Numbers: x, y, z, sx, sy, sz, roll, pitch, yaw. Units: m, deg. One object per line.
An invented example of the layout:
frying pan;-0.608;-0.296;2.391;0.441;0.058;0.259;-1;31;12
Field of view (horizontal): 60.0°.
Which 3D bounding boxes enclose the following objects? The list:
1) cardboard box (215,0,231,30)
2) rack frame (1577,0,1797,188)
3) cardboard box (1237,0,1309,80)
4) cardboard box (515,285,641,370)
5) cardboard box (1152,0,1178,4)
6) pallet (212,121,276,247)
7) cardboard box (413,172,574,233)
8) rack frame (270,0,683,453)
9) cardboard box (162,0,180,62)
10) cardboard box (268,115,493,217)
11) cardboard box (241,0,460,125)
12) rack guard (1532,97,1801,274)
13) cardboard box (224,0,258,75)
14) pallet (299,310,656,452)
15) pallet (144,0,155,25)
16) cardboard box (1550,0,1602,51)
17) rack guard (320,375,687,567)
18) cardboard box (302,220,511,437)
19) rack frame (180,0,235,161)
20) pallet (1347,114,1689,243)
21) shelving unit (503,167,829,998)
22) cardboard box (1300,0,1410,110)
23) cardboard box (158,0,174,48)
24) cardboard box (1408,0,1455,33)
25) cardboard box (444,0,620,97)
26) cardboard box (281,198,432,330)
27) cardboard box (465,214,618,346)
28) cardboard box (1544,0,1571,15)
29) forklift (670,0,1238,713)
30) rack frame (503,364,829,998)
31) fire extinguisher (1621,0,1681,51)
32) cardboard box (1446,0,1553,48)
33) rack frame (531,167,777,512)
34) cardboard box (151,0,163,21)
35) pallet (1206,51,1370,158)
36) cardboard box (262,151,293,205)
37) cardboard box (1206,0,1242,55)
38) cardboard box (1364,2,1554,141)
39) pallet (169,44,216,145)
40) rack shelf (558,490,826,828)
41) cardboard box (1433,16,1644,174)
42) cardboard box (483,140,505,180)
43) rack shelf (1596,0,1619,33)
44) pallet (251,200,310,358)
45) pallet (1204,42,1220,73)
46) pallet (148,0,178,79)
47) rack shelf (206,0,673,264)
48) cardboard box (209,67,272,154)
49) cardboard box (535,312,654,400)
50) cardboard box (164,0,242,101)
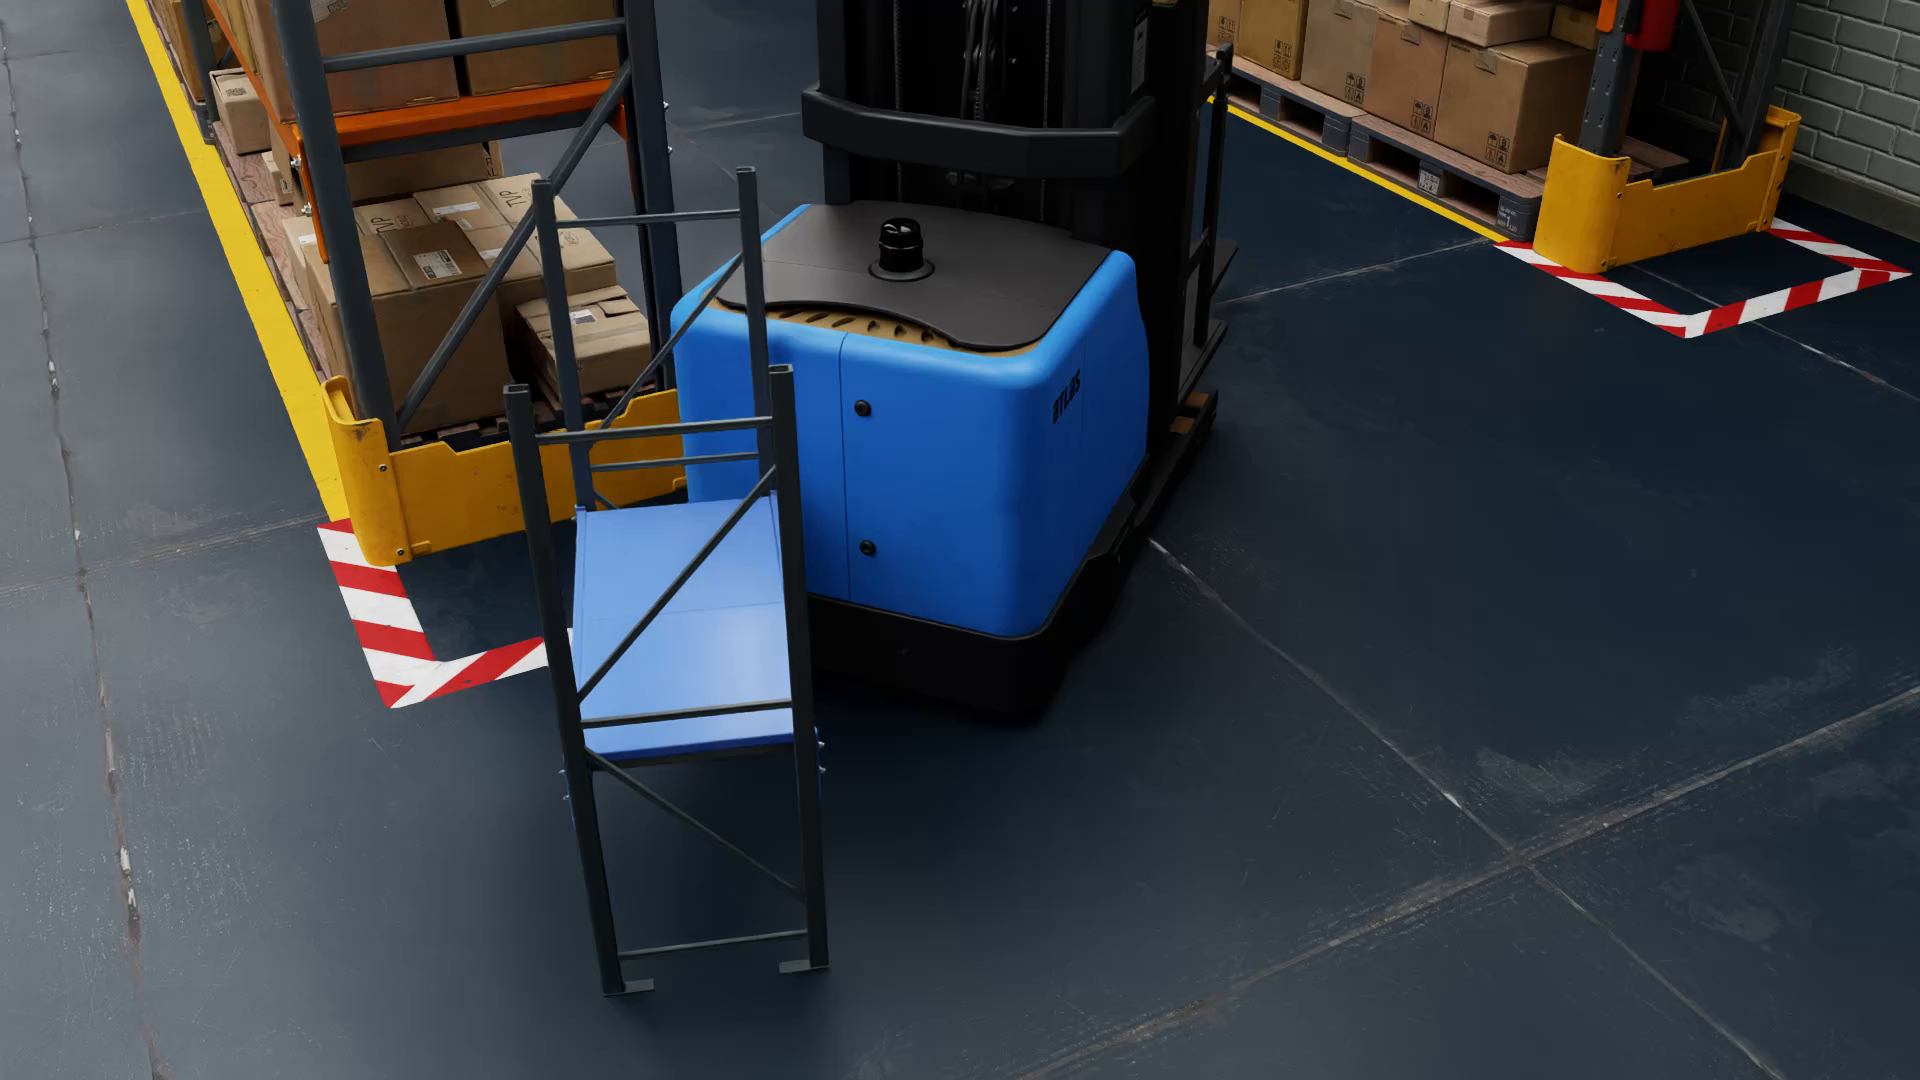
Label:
cardboard box;-2.257;-2.034;5.551;0.500;0.500;0.500;-16;36;-23
rack frame;3.046;-2.608;6.540;1.000;3.000;0.127;-16;36;-23
cardboard box;1.907;-2.772;8.725;0.700;0.500;0.500;-15;36;-22
cardboard box;-1.343;-0.758;5.871;0.380;0.166;0.250;-16;36;-23
cardboard box;1.439;-3.258;9.483;0.700;0.500;0.500;-15;36;-23
pallet;-2.881;-1.767;7.812;1.003;0.211;1.213;-16;36;-23
cardboard box;-1.804;-1.196;6.477;0.500;0.250;0.500;-16;36;-23
rack frame;-1.335;-1.360;4.592;1.000;3.000;0.127;-16;36;-23
cardboard box;-3.907;-2.803;8.754;0.500;0.500;0.500;-16;36;-23
cardboard box;-2.319;-1.508;6.729;0.797;0.503;0.637;-16;36;-23
cardboard box;-1.785;-1.548;4.792;0.500;0.500;0.500;-15;35;-22
rack guard;3.057;-1.544;7.196;1.175;0.500;0.348;-16;36;-23
cardboard box;-2.030;-1.794;5.177;0.500;0.500;0.500;-16;36;-23
pallet;-1.743;-0.602;5.995;1.003;0.211;1.213;-16;36;-23
pallet;-4.750;-3.638;10.733;1.003;0.211;1.213;-16;36;-23
cardboard box;2.866;-2.305;7.394;0.380;0.149;0.250;-16;36;-23
rack guard;-1.370;-0.344;5.323;1.175;0.500;0.348;-16;36;-23
cardboard box;-1.806;-0.690;5.456;0.500;0.500;0.500;-16;36;-23
rack frame;-3.200;-3.269;7.572;1.000;3.000;0.127;-16;36;-23
pallet;2.604;-1.796;7.857;1.003;0.211;1.213;-16;36;-23
shelving unit;-0.628;0.078;3.737;0.538;1.500;1.048;-5;33;-8
cardboard box;2.162;-2.520;8.330;0.700;0.500;0.500;-17;36;-25
cardboard box;-4.140;-3.043;9.128;0.500;0.500;0.500;-15;36;-23
cardboard box;2.290;-2.452;7.622;0.380;0.149;0.250;-15;36;-22
cardboard box;-1.309;-1.680;5.000;0.500;0.500;0.500;-15;36;-22
cardboard box;-2.223;-1.046;6.243;0.500;0.250;0.500;-16;36;-23
cardboard box;-1.571;-0.957;6.104;0.500;0.250;0.500;-16;36;-23
cardboard box;2.629;-2.546;7.771;0.380;0.149;0.250;-16;36;-23
forklift;0.256;-1.562;4.971;1.130;2.935;3.031;12;35;18
rack frame;-0.543;0.349;3.315;0.500;1.500;0.032;-5;33;-8
fire extinguisher;2.708;-2.230;6.368;0.296;0.674;0.183;-16;36;-23
cardboard box;2.410;-2.330;7.432;0.380;0.149;0.250;-16;36;-24
rack frame;-0.713;-0.192;4.159;0.500;1.500;0.032;-5;33;-8
cardboard box;-4.379;-3.285;9.506;0.500;0.500;0.500;-17;36;-25
pallet;2.039;-2.377;8.765;1.003;0.211;1.213;-16;36;-23
cardboard box;-2.783;-1.596;7.180;0.380;0.166;0.250;-16;36;-23
cardboard box;1.670;-3.018;9.108;0.700;0.500;0.500;-16;36;-24
cardboard box;2.397;-2.280;7.956;0.700;0.500;0.500;-16;36;-23
pallet;-3.613;-2.474;8.915;1.003;0.211;1.213;-16;36;-23
rack shelf;-0.628;0.230;3.834;0.538;0.185;1.000;-5;33;-8
cardboard box;2.631;-2.041;7.583;0.700;0.500;0.500;-16;36;-23
cardboard box;-2.334;-1.764;7.307;0.500;0.311;0.500;-16;36;-23
rack shelf;2.113;-3.259;8.224;1.077;0.370;4.000;-16;36;-23
pallet;-2.308;-1.184;6.902;1.003;0.211;1.213;-16;36;-23
pallet;1.466;-2.960;9.675;1.003;0.211;1.213;-16;36;-23
pallet;-4.185;-3.057;9.825;1.003;0.211;1.213;-16;36;-23
rack shelf;-2.267;-2.012;6.276;1.077;0.370;4.000;-16;36;-23
cardboard box;-3.196;-2.067;7.781;0.500;0.311;0.500;-16;36;-23
cardboard box;-1.226;-0.631;5.690;0.380;0.149;0.250;-16;36;-23
cardboard box;-3.684;-2.565;8.383;0.500;0.500;0.500;-16;36;-23
